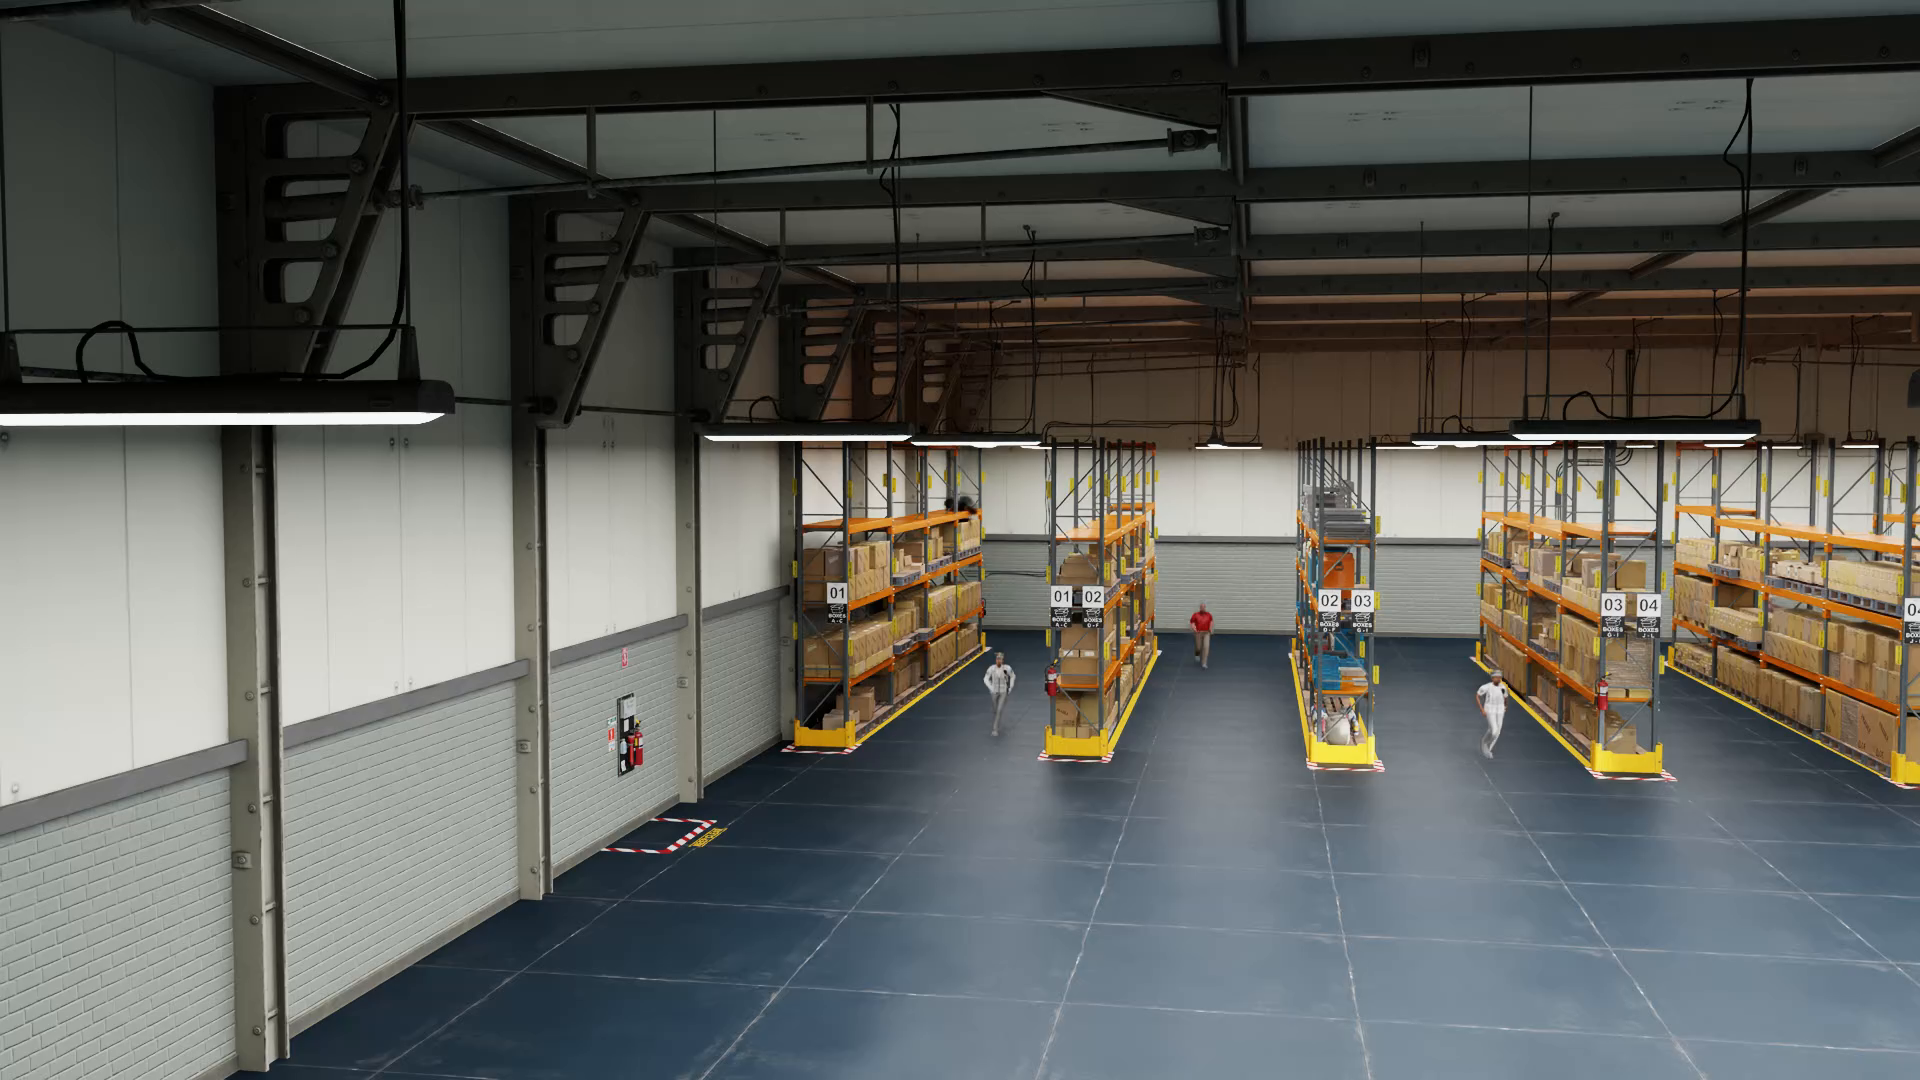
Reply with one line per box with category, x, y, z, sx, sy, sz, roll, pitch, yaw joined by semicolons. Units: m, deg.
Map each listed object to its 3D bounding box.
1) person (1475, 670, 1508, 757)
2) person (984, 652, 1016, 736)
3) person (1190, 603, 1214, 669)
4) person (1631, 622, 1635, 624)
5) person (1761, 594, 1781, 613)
person;9.999;3.244;31.119;0.566;1.654;0.585;-1;3;-10
person;0.806;3.106;33.869;0.641;1.684;0.868;0;3;8
person;6.452;2.540;44.313;0.662;1.713;0.866;0;3;-2
person;17.921;2.573;44.836;0.591;1.562;0.608;2;4;39
person;22.250;2.413;45.874;0.776;1.826;0.685;0;3;-9
